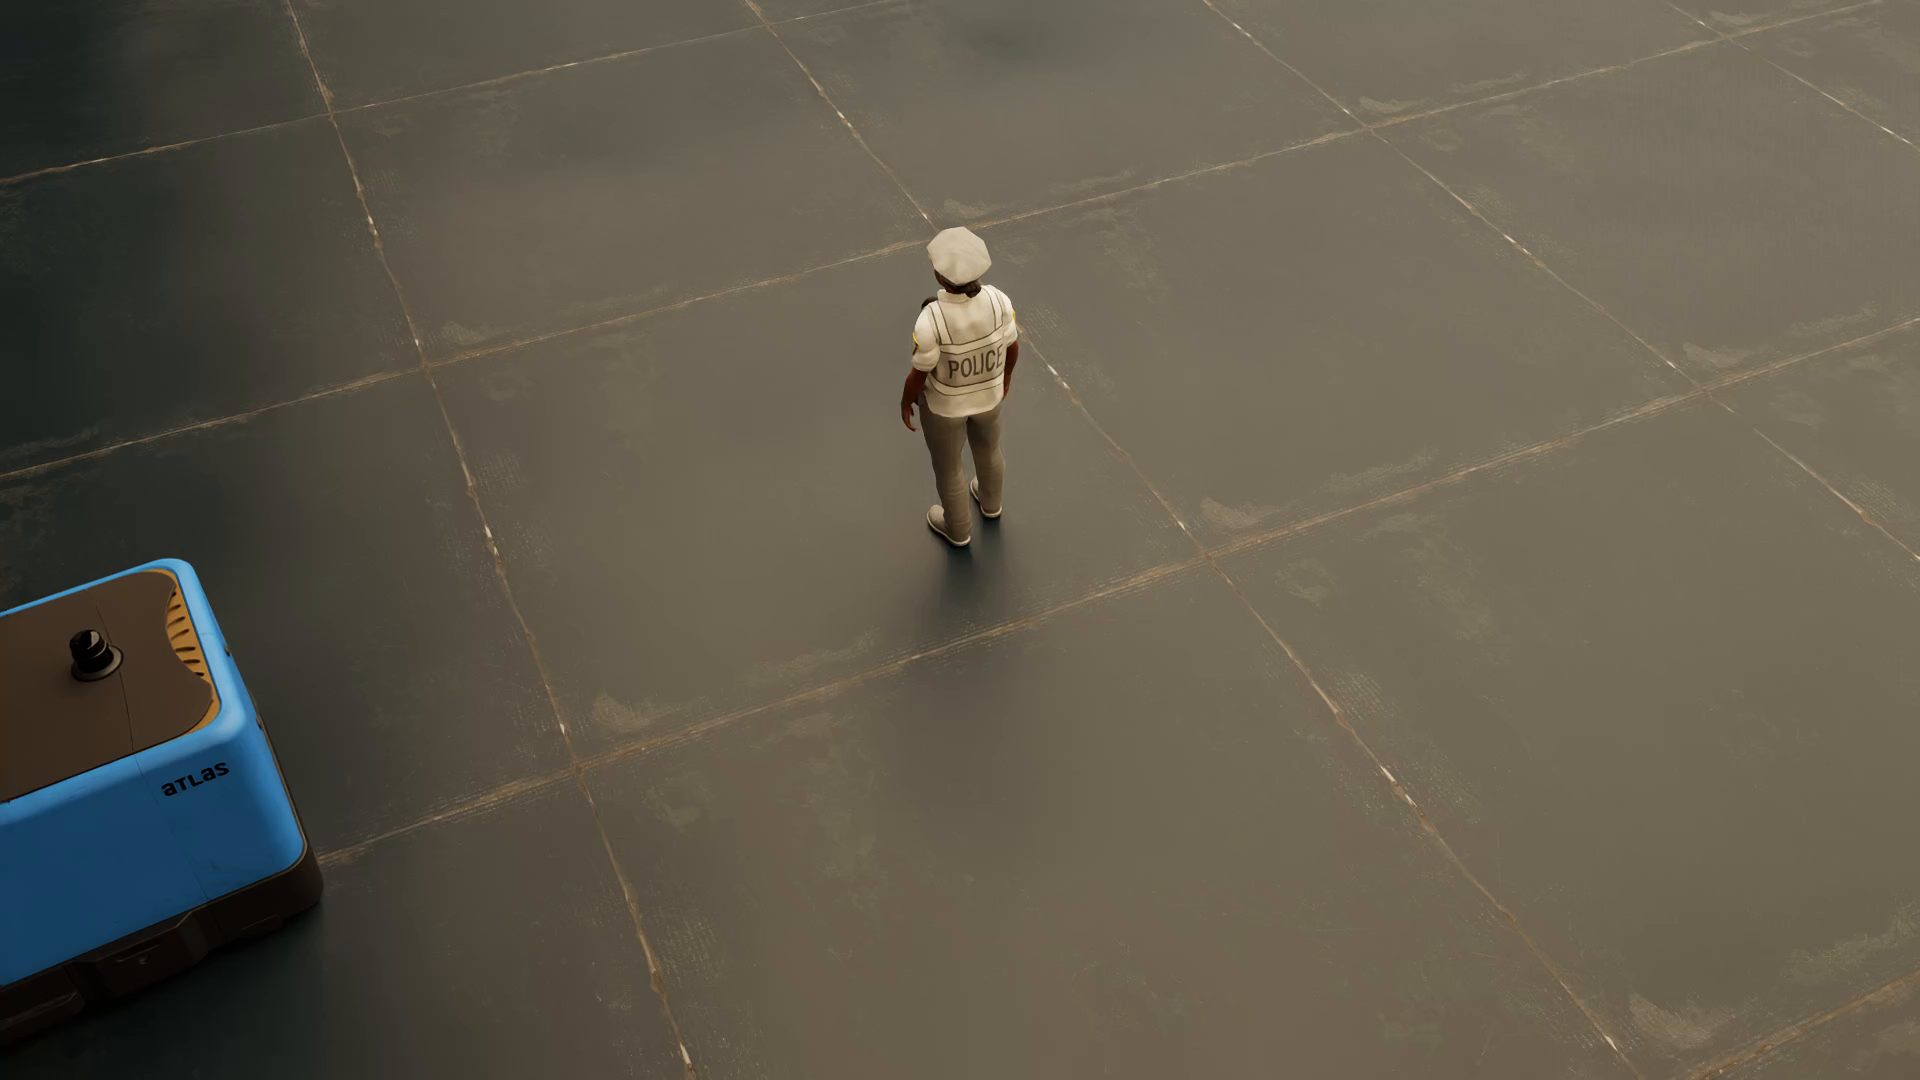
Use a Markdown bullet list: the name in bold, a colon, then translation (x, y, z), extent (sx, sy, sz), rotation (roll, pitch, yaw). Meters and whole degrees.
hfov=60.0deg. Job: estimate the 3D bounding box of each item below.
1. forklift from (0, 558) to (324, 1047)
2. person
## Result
- **forklift**: translation (-3.947, 0.550, 5.090), extent (3.031, 2.935, 1.130), rotation (-22, 47, -22)
- **person**: translation (-0.013, -0.677, 7.301), extent (0.569, 1.695, 0.528), rotation (-18, 46, -18)
